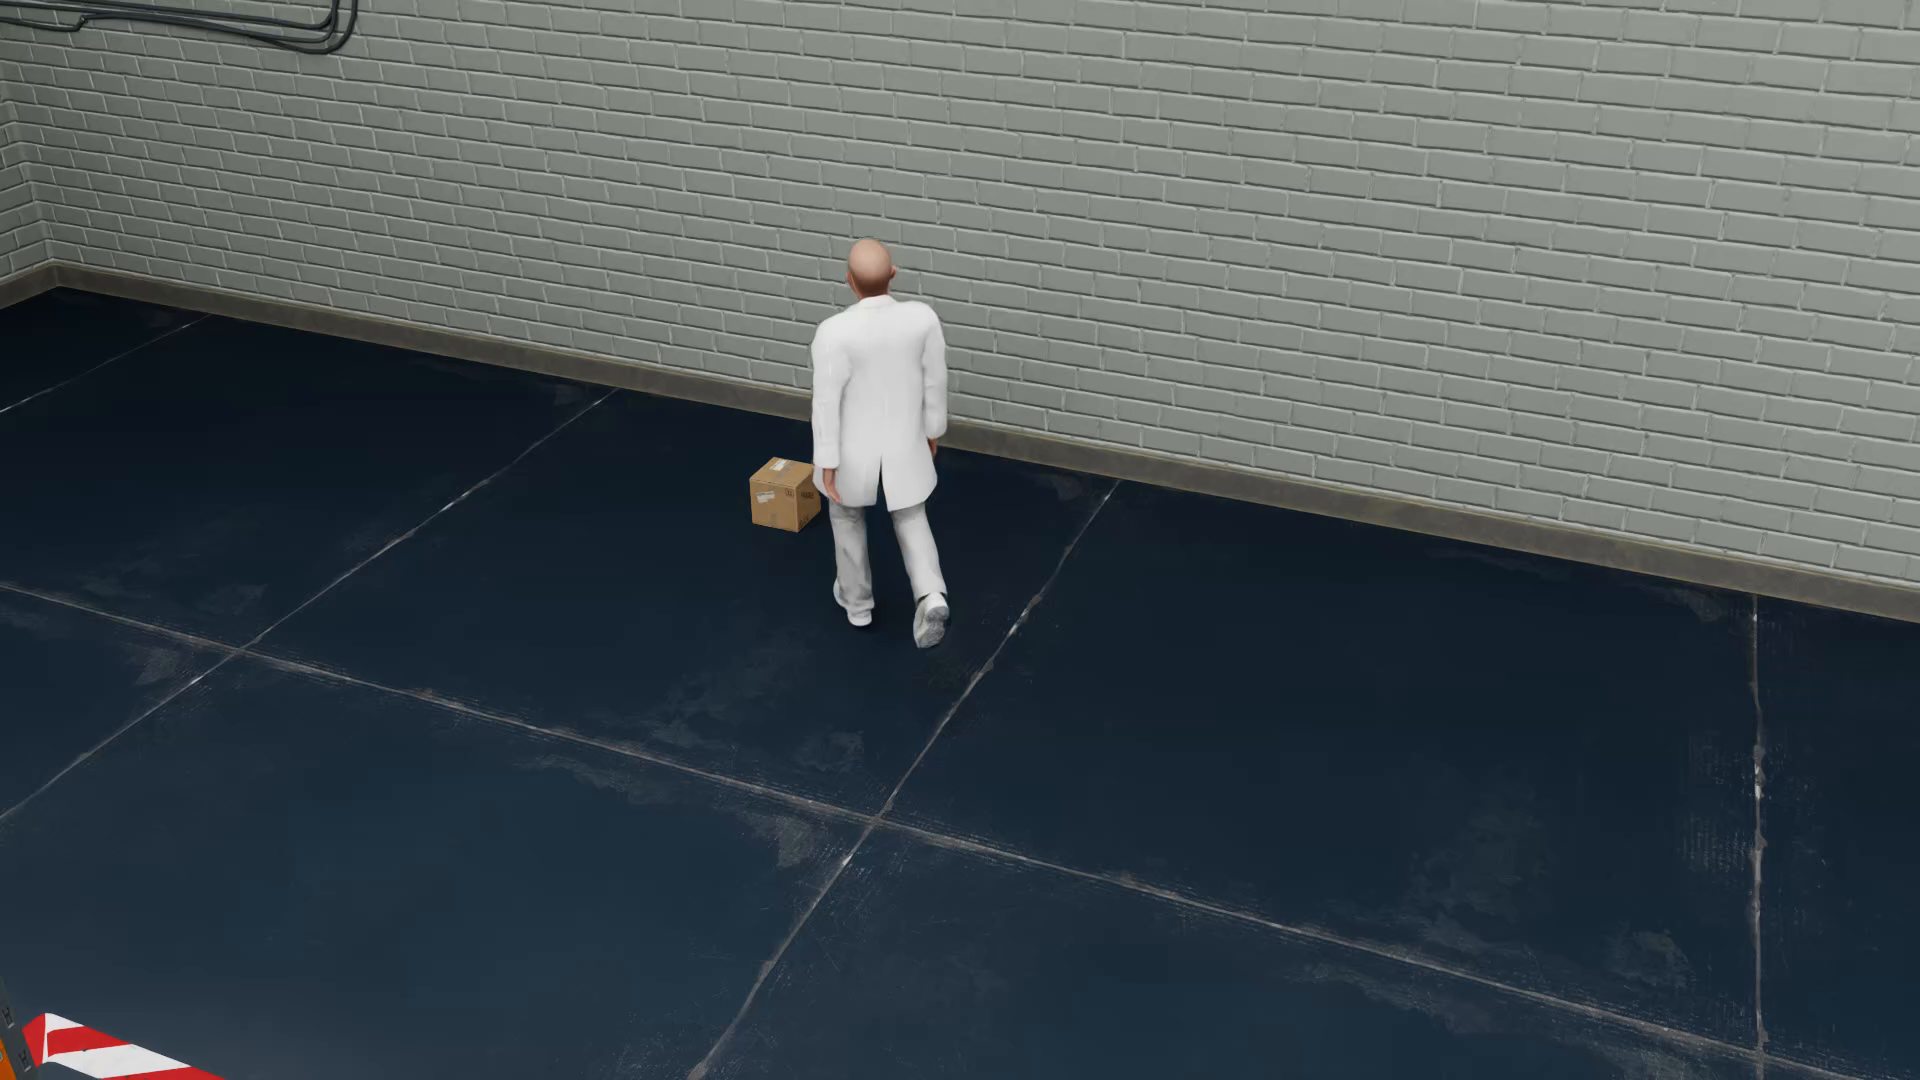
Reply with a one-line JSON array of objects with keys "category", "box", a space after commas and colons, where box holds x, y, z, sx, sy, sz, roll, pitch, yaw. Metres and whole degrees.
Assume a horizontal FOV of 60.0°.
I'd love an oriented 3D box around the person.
[{"category": "person", "box": [-0.315, -0.369, 6.782, 0.590, 1.754, 0.873, -9, 30, -16]}]
